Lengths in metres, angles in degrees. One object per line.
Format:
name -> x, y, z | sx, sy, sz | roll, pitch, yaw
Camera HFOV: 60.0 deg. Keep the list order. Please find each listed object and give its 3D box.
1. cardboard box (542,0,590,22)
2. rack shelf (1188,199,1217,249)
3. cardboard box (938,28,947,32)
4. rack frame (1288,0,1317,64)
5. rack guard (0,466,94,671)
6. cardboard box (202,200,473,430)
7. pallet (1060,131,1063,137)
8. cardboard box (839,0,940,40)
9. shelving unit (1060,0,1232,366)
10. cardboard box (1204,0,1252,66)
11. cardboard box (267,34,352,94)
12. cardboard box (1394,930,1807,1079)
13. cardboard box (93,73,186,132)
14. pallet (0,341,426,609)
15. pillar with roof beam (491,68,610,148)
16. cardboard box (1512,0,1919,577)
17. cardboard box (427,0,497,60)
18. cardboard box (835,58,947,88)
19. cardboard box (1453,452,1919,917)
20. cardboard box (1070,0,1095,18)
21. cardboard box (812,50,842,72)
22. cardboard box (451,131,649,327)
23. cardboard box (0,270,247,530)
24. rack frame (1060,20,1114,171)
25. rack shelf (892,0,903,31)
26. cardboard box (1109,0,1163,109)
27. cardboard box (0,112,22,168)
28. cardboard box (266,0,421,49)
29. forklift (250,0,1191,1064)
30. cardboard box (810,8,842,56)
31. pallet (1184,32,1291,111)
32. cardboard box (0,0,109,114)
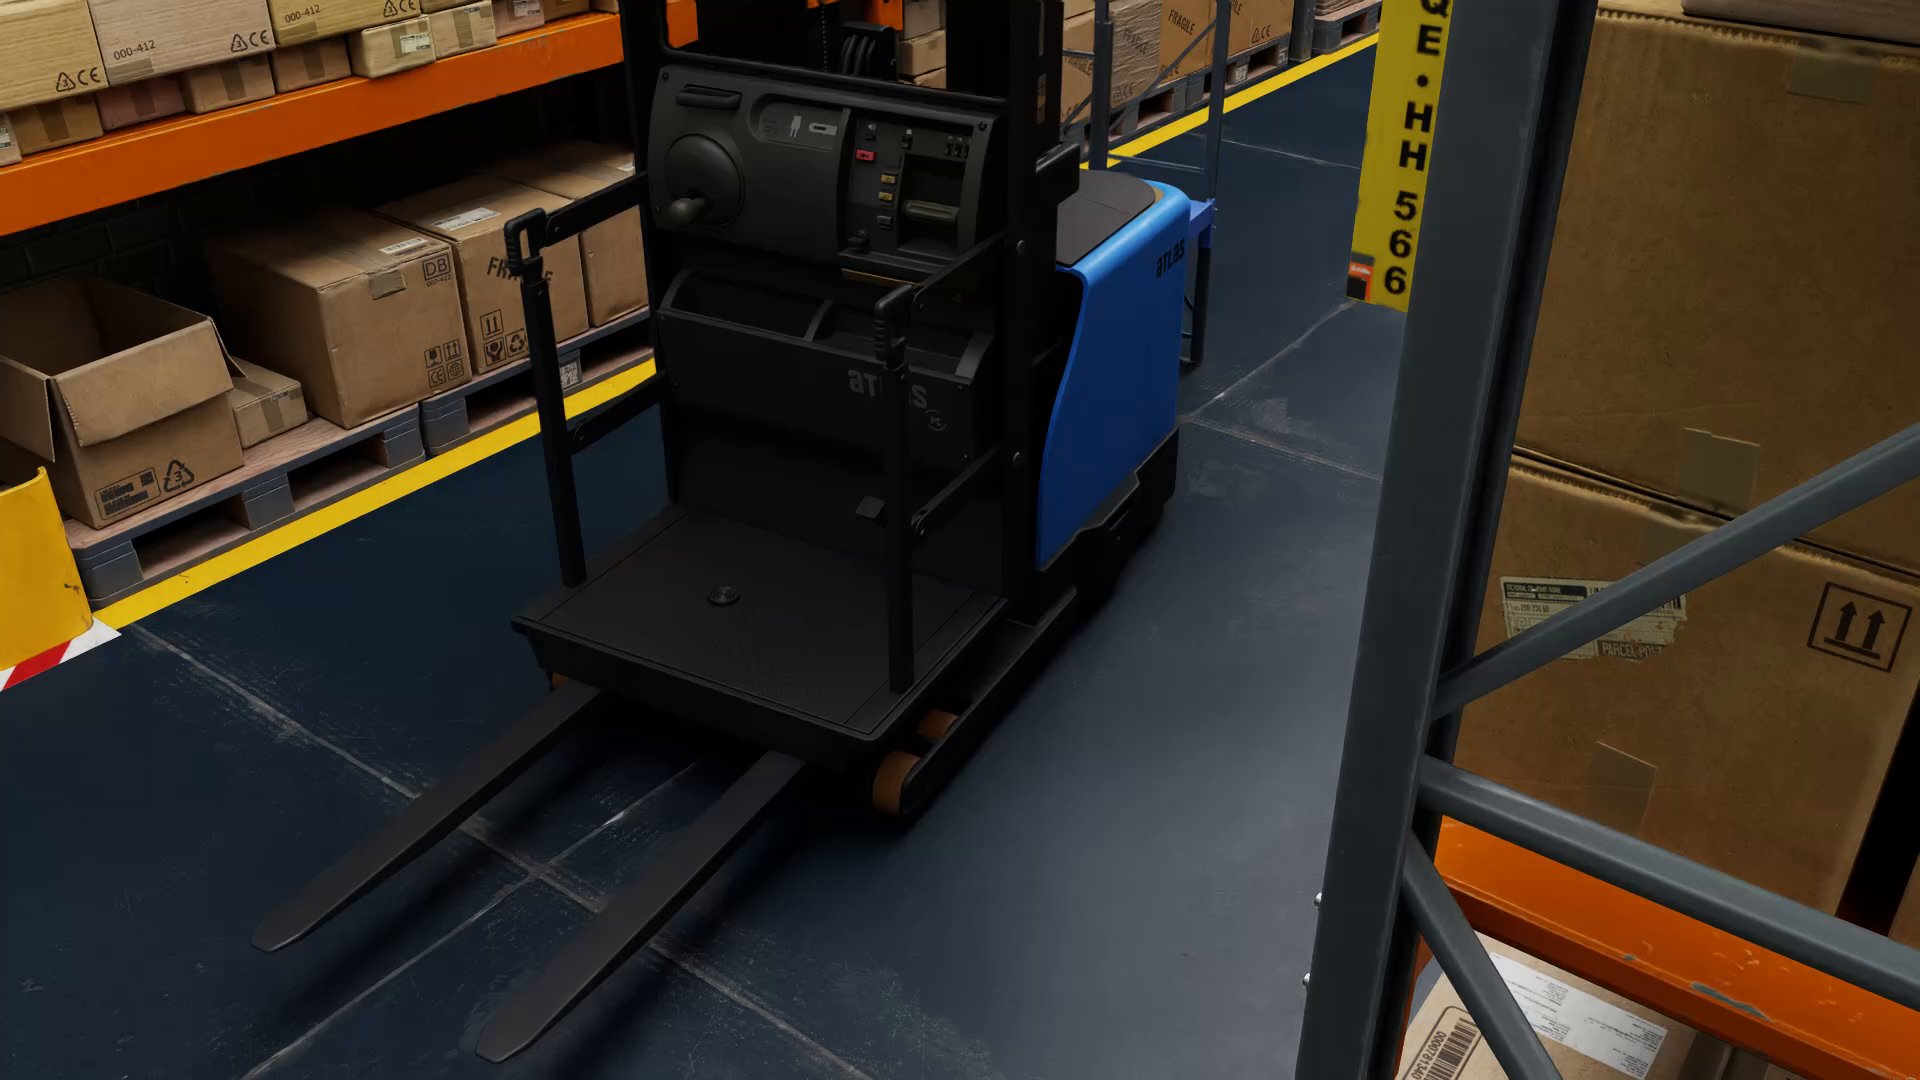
cardboard box -> -1.518, -1.926, 5.805 | 0.380, 0.149, 0.250 | 22, 37, 32
rack shelf -> 0.466, -0.999, 5.817 | 0.538, 0.185, 1.000 | 15, 34, 24
cardboard box -> -0.158, -2.333, 7.649 | 0.380, 0.149, 0.250 | 20, 36, 30
rack frame -> 1.722, -4.375, 9.689 | 1.000, 3.000, 0.127 | 21, 37, 31
rack guard -> -3.061, -0.078, 4.892 | 1.175, 0.500, 0.348 | 21, 37, 31
cardboard box -> -2.115, -0.783, 5.669 | 0.700, 0.500, 0.500 | 23, 38, 33
pallet -> -0.231, -1.891, 8.234 | 1.003, 0.211, 1.213 | 21, 37, 31
cardboard box -> -0.312, -2.344, 7.374 | 0.380, 0.149, 0.250 | 20, 36, 30
shelving unit -> 0.466, -1.154, 5.725 | 0.538, 1.500, 1.048 | 15, 34, 24
cardboard box -> 1.328, -3.042, 9.480 | 0.500, 0.500, 0.500 | 21, 36, 31
cardboard box -> -2.085, -1.493, 5.073 | 0.380, 0.149, 0.250 | 22, 37, 32
cardboard box -> 1.171, 1.026, 2.678 | 0.875, 0.438, 0.875 | 20, 36, 30
cardboard box -> -2.442, -1.299, 4.746 | 0.380, 0.149, 0.250 | 21, 36, 31
pallet -> -2.581, -0.278, 5.513 | 1.003, 0.211, 1.213 | 21, 37, 31
pillar with roof beam -> 1.601, -3.999, 3.171 | 9.100, 9.000, 0.400 | 21, 37, 31
cardboard box -> 0.954, -0.339, 1.801 | 0.500, 0.500, 0.500 | 22, 37, 33
cardboard box -> -1.730, -1.686, 5.398 | 0.380, 0.149, 0.250 | 22, 37, 32
cardboard box -> -0.221, -1.981, 7.691 | 0.500, 0.500, 0.500 | 23, 38, 33
cardboard box -> 0.933, 0.083, 2.070 | 0.500, 0.500, 0.500 | 21, 37, 32
cardboard box -> 0.475, -2.747, 8.347 | 0.380, 0.149, 0.250 | 23, 37, 33
cardboard box -> -0.632, -2.145, 7.967 | 0.500, 0.500, 0.500 | 21, 37, 31
cardboard box -> -1.488, -1.205, 6.381 | 0.700, 0.500, 0.500 | 20, 36, 30
cardboard box -> -2.662, -0.449, 5.102 | 0.797, 0.503, 0.637 | 20, 36, 29
rack frame -> 0.224, -0.926, 5.341 | 0.500, 1.500, 0.032 | 15, 34, 24
rack shelf -> 0.515, -3.252, 8.501 | 1.077, 0.370, 4.000 | 21, 37, 31
cardboard box -> 0.715, -2.611, 8.754 | 0.500, 0.500, 0.500 | 20, 36, 30
cardboard box -> -2.690, -1.064, 4.350 | 0.380, 0.149, 0.250 | 21, 36, 31
cardboard box -> -2.011, -1.700, 5.031 | 0.500, 0.250, 0.500 | 20, 36, 30
forklift -> -0.448, -0.839, 3.791 | 1.130, 2.935, 3.031 | 15, 34, 24
cardboard box -> -0.700, -2.371, 7.713 | 0.380, 0.149, 0.250 | 20, 36, 29
pallet -> 1.241, -2.883, 9.908 | 1.003, 0.211, 1.213 | 21, 37, 31
cardboard box -> -2.618, -1.288, 4.336 | 0.500, 0.250, 0.500 | 21, 37, 32
